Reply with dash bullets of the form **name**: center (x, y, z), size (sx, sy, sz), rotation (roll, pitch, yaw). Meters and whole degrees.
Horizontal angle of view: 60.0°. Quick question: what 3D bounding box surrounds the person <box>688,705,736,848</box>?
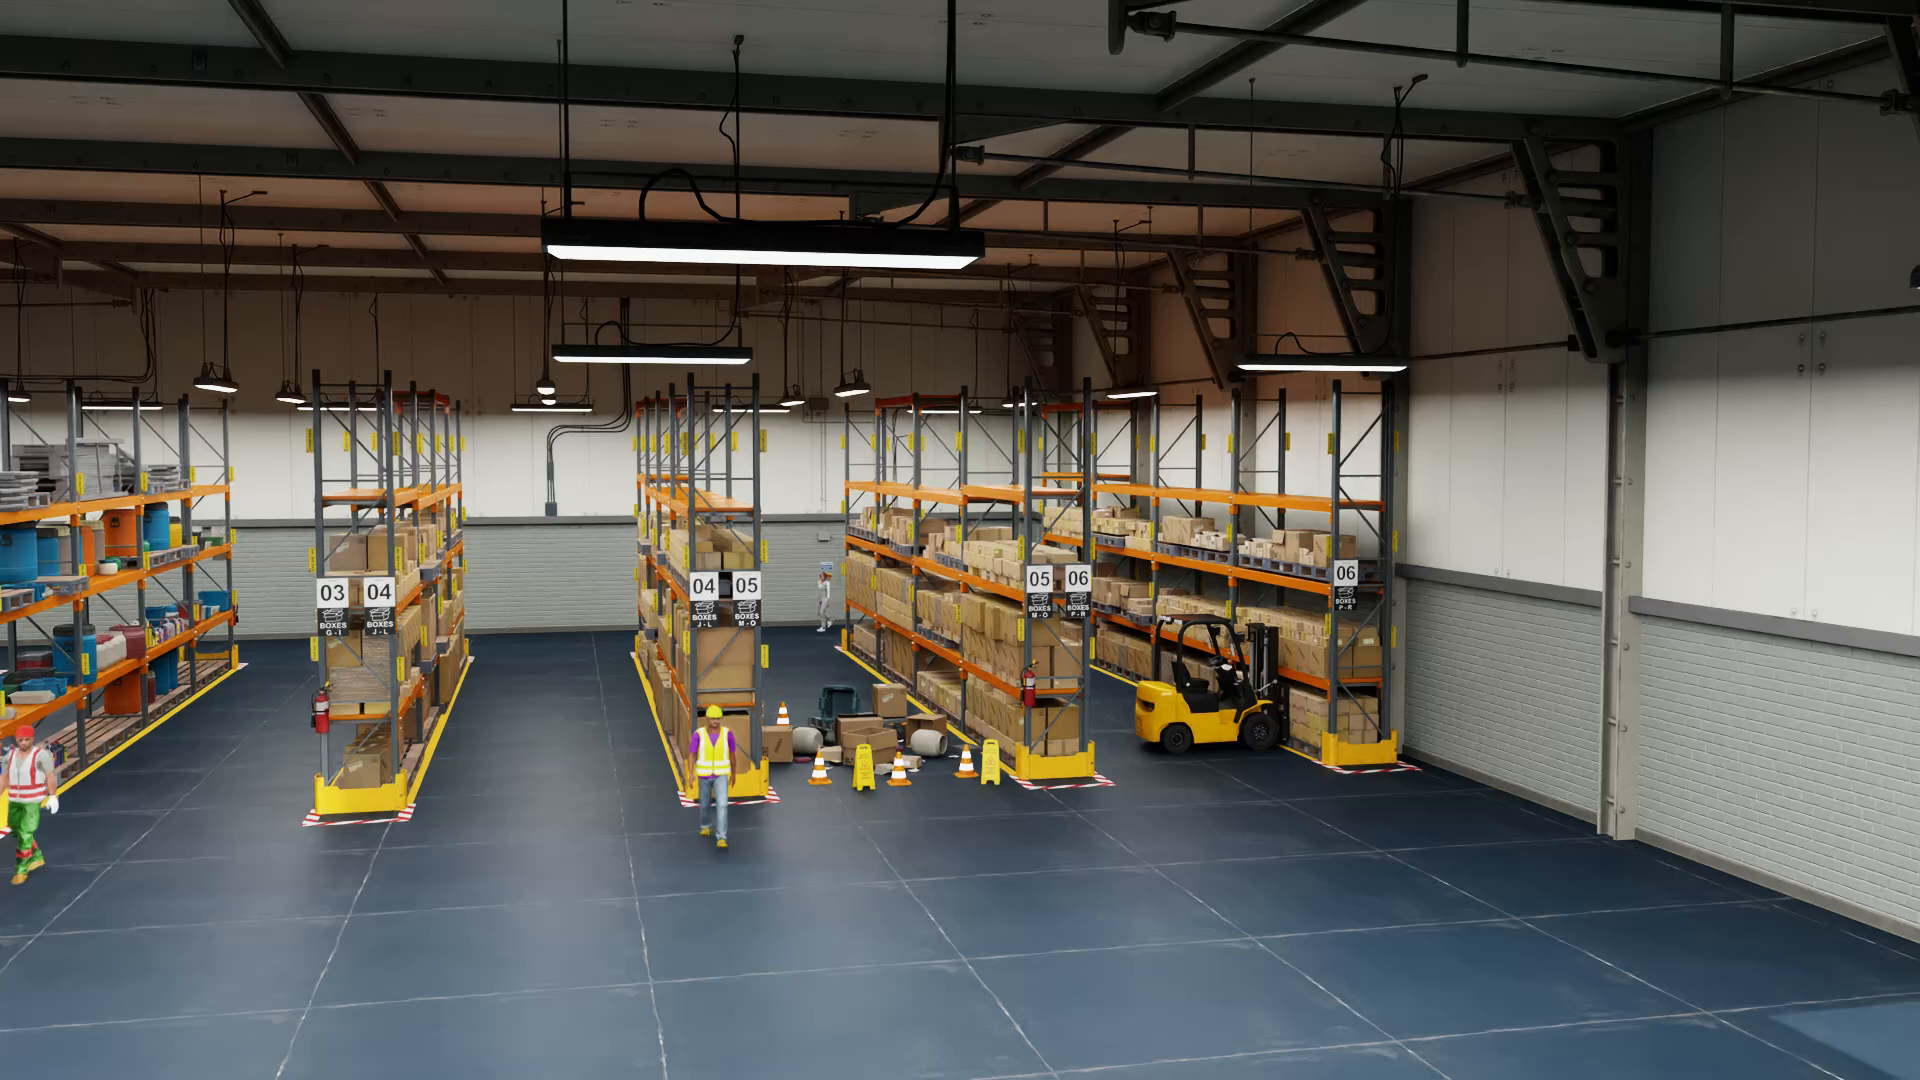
- **person**: center (-3.087, 2.936, 20.720), size (0.599, 1.731, 0.993), rotation (-1, 3, -10)

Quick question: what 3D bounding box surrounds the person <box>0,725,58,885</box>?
- **person**: center (-10.764, 3.034, 19.171), size (0.611, 1.824, 0.673), rotation (0, 3, 5)

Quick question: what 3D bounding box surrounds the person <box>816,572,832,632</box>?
- **person**: center (-3.613, 1.632, 44.364), size (0.607, 1.581, 0.426), rotation (-3, 5, -44)
